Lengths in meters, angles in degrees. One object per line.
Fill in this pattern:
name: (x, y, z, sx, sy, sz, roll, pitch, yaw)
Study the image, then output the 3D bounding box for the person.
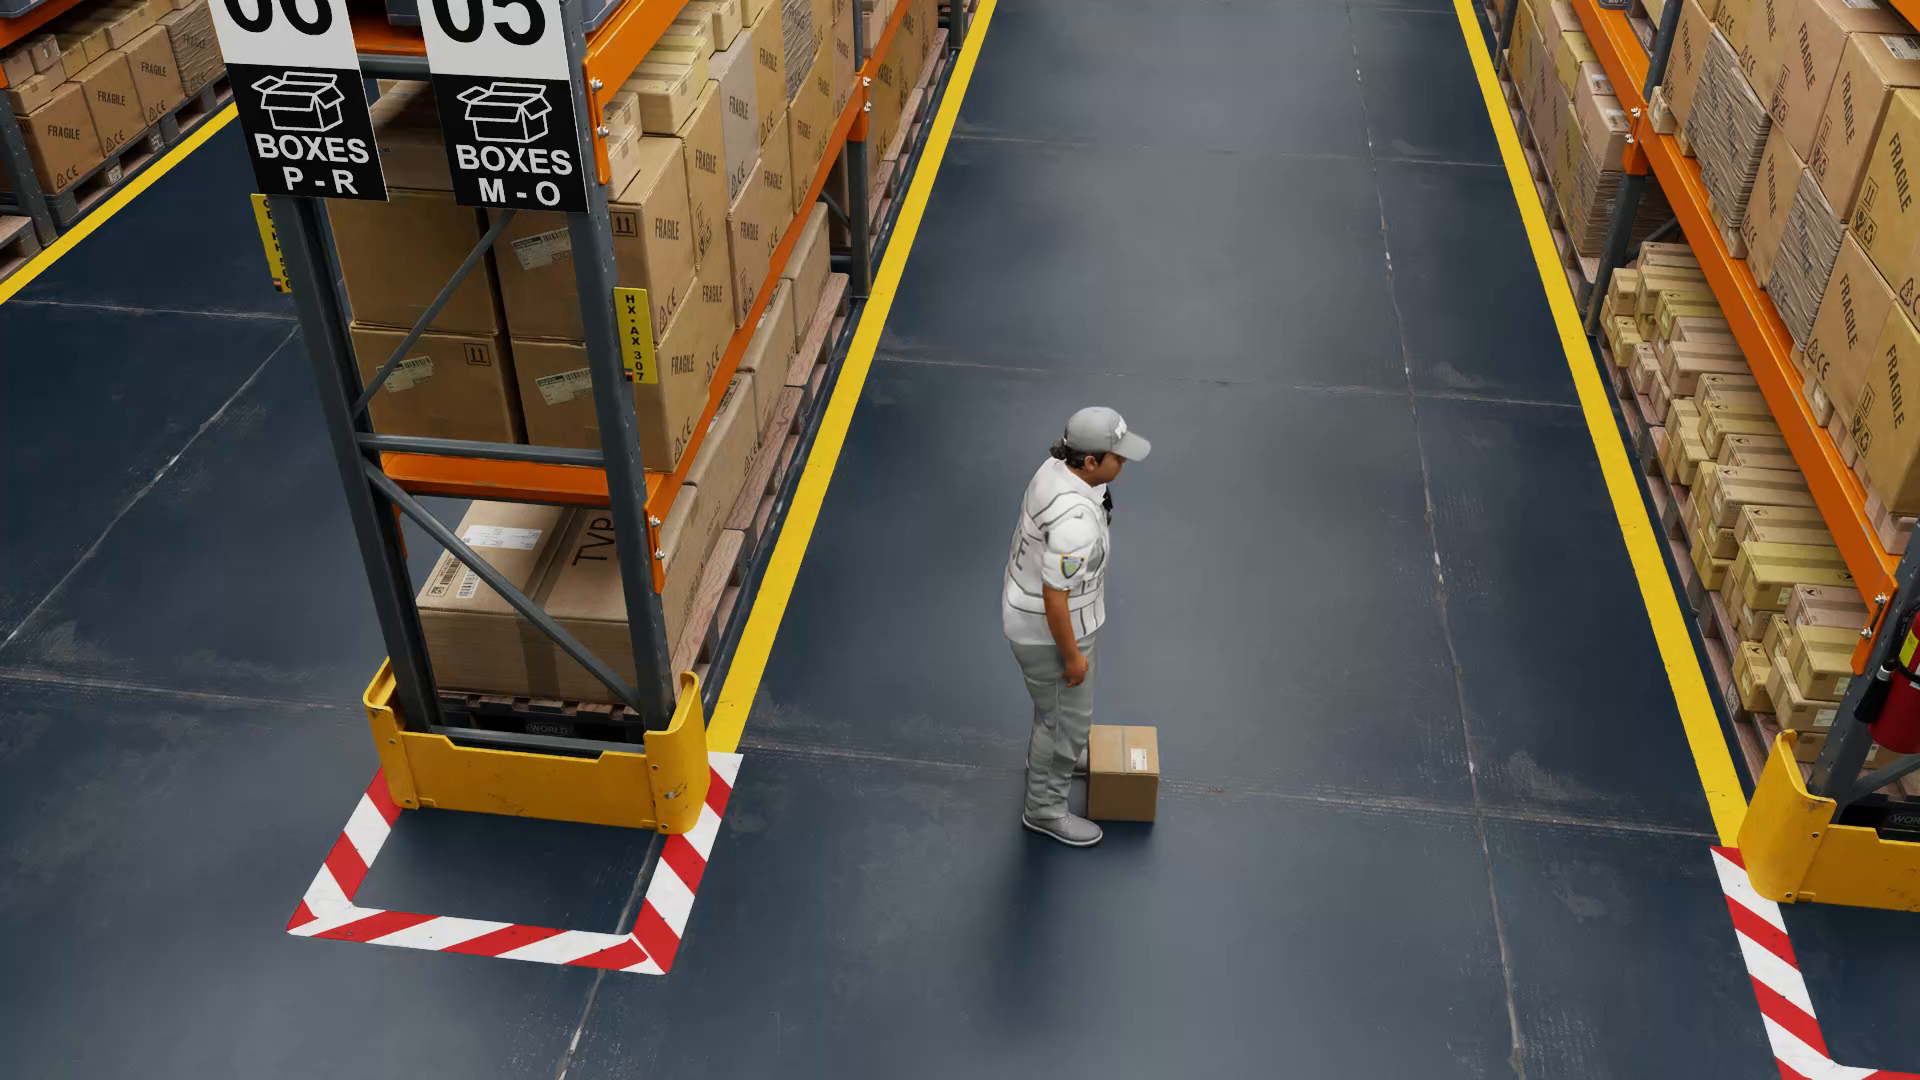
person: (0.380, 0.278, 5.765, 0.469, 1.666, 0.563, 2, 36, 3)
